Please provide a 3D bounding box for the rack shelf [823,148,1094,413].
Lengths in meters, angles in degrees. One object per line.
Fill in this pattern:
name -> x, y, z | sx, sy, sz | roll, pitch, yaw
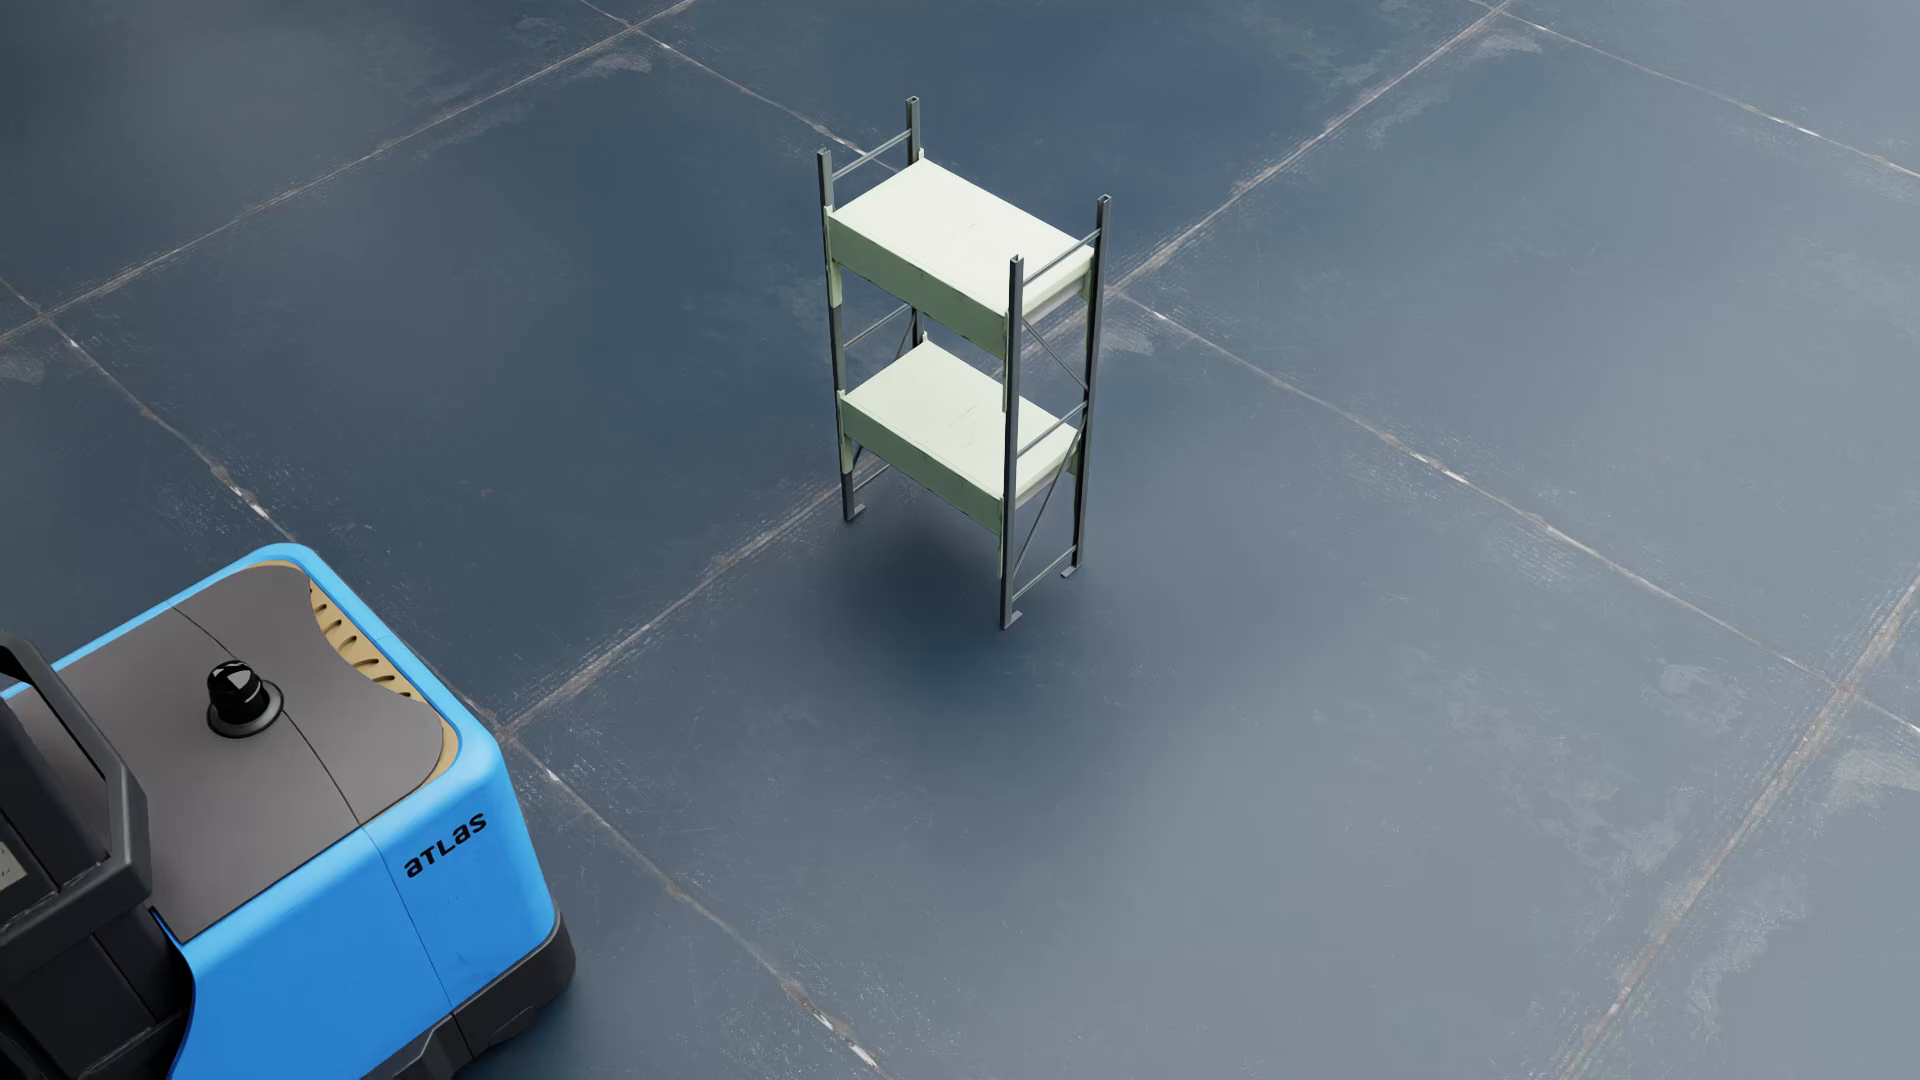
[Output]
rack shelf -> 0.005, -0.777, 4.916 | 0.720, 0.370, 0.431 | 34, 55, 28

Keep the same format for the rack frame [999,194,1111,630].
rack frame -> 0.274, -0.329, 5.030 | 0.023, 1.500, 0.400 | 34, 55, 28

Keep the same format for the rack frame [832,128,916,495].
rack frame -> -0.263, -0.692, 5.371 | 0.010, 1.308, 0.380 | 34, 55, 28

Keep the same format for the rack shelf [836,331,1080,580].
rack shelf -> 0.005, -0.287, 5.438 | 0.720, 0.370, 0.431 | 34, 55, 28

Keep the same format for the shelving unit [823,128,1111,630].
shelving unit -> 0.007, -0.508, 5.199 | 0.748, 1.500, 0.431 | 34, 55, 28
